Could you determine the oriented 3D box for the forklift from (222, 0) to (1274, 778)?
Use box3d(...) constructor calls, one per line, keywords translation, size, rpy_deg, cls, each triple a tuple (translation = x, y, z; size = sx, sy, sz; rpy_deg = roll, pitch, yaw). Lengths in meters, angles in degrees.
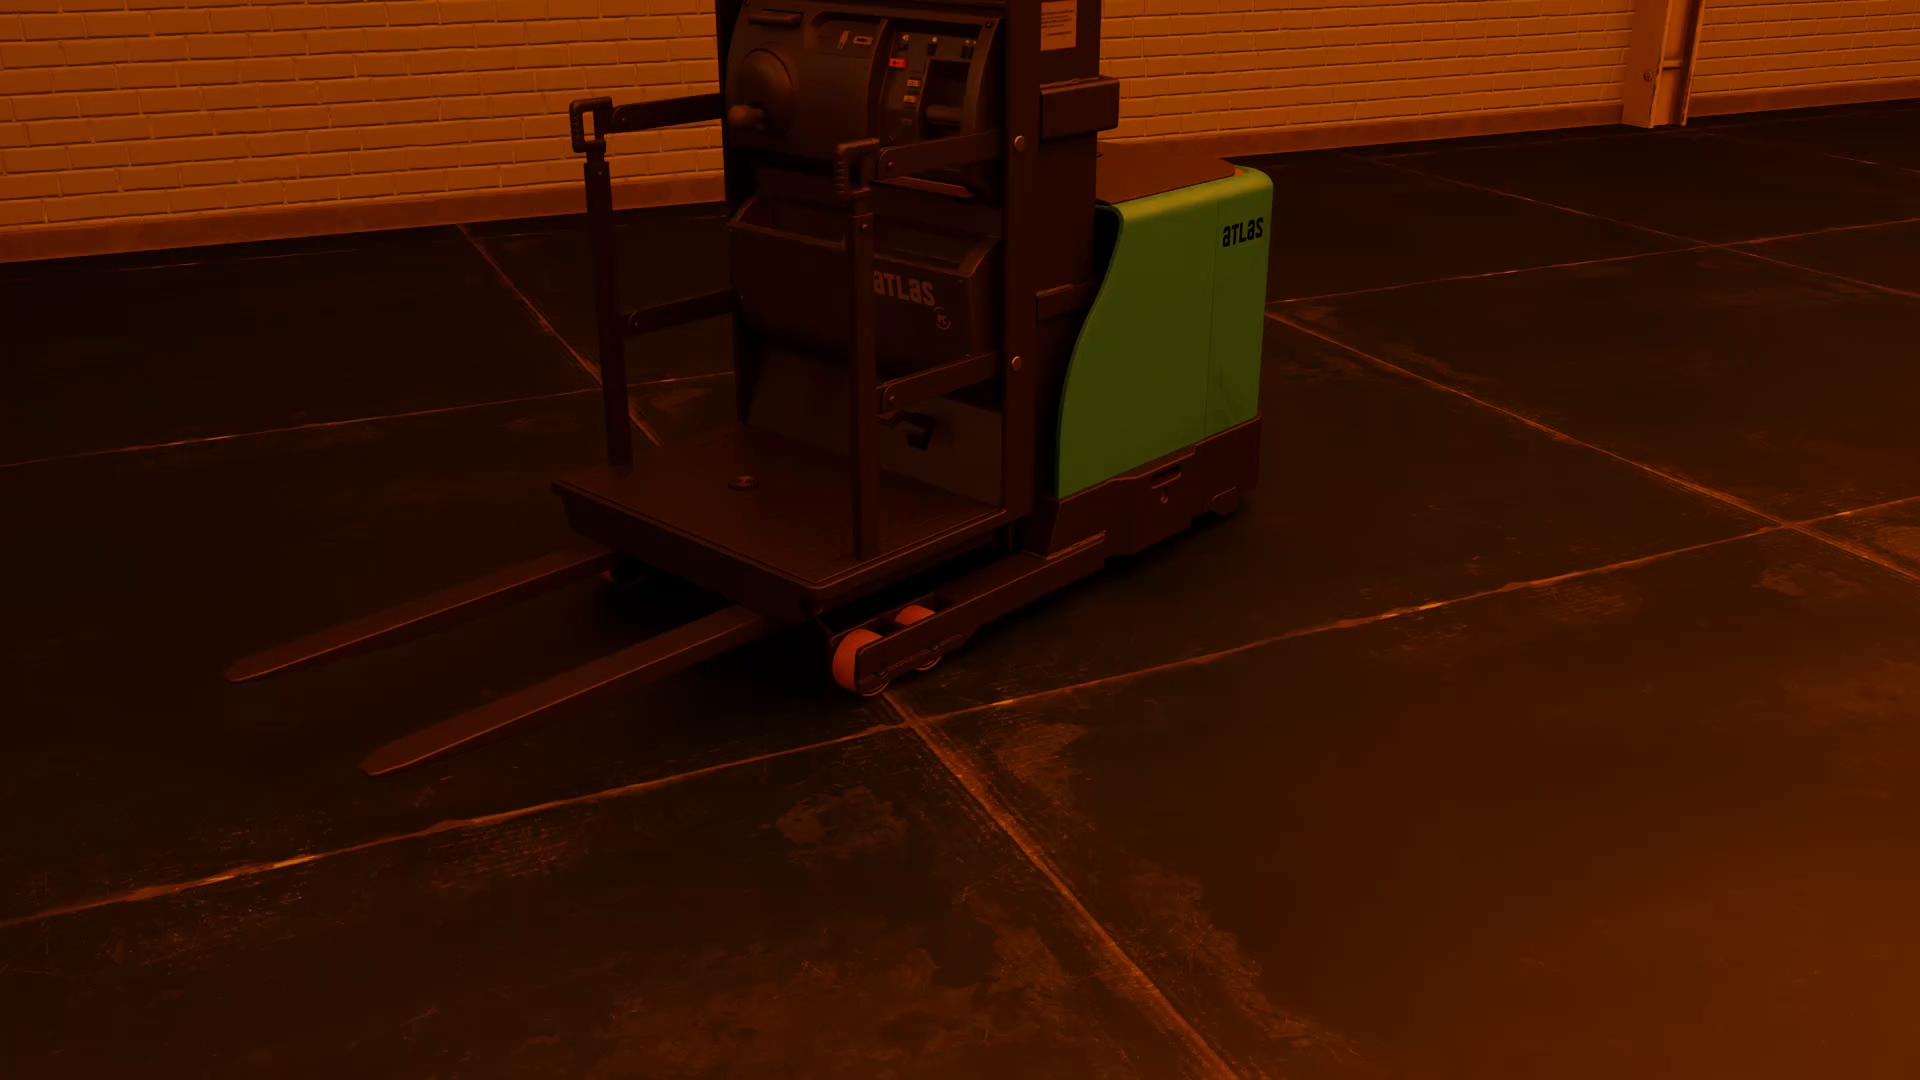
box3d(translation=(-0.413, -1.182, 4.131), size=(1.130, 2.935, 3.031), rpy_deg=(19, 29, 39), cls="forklift")
